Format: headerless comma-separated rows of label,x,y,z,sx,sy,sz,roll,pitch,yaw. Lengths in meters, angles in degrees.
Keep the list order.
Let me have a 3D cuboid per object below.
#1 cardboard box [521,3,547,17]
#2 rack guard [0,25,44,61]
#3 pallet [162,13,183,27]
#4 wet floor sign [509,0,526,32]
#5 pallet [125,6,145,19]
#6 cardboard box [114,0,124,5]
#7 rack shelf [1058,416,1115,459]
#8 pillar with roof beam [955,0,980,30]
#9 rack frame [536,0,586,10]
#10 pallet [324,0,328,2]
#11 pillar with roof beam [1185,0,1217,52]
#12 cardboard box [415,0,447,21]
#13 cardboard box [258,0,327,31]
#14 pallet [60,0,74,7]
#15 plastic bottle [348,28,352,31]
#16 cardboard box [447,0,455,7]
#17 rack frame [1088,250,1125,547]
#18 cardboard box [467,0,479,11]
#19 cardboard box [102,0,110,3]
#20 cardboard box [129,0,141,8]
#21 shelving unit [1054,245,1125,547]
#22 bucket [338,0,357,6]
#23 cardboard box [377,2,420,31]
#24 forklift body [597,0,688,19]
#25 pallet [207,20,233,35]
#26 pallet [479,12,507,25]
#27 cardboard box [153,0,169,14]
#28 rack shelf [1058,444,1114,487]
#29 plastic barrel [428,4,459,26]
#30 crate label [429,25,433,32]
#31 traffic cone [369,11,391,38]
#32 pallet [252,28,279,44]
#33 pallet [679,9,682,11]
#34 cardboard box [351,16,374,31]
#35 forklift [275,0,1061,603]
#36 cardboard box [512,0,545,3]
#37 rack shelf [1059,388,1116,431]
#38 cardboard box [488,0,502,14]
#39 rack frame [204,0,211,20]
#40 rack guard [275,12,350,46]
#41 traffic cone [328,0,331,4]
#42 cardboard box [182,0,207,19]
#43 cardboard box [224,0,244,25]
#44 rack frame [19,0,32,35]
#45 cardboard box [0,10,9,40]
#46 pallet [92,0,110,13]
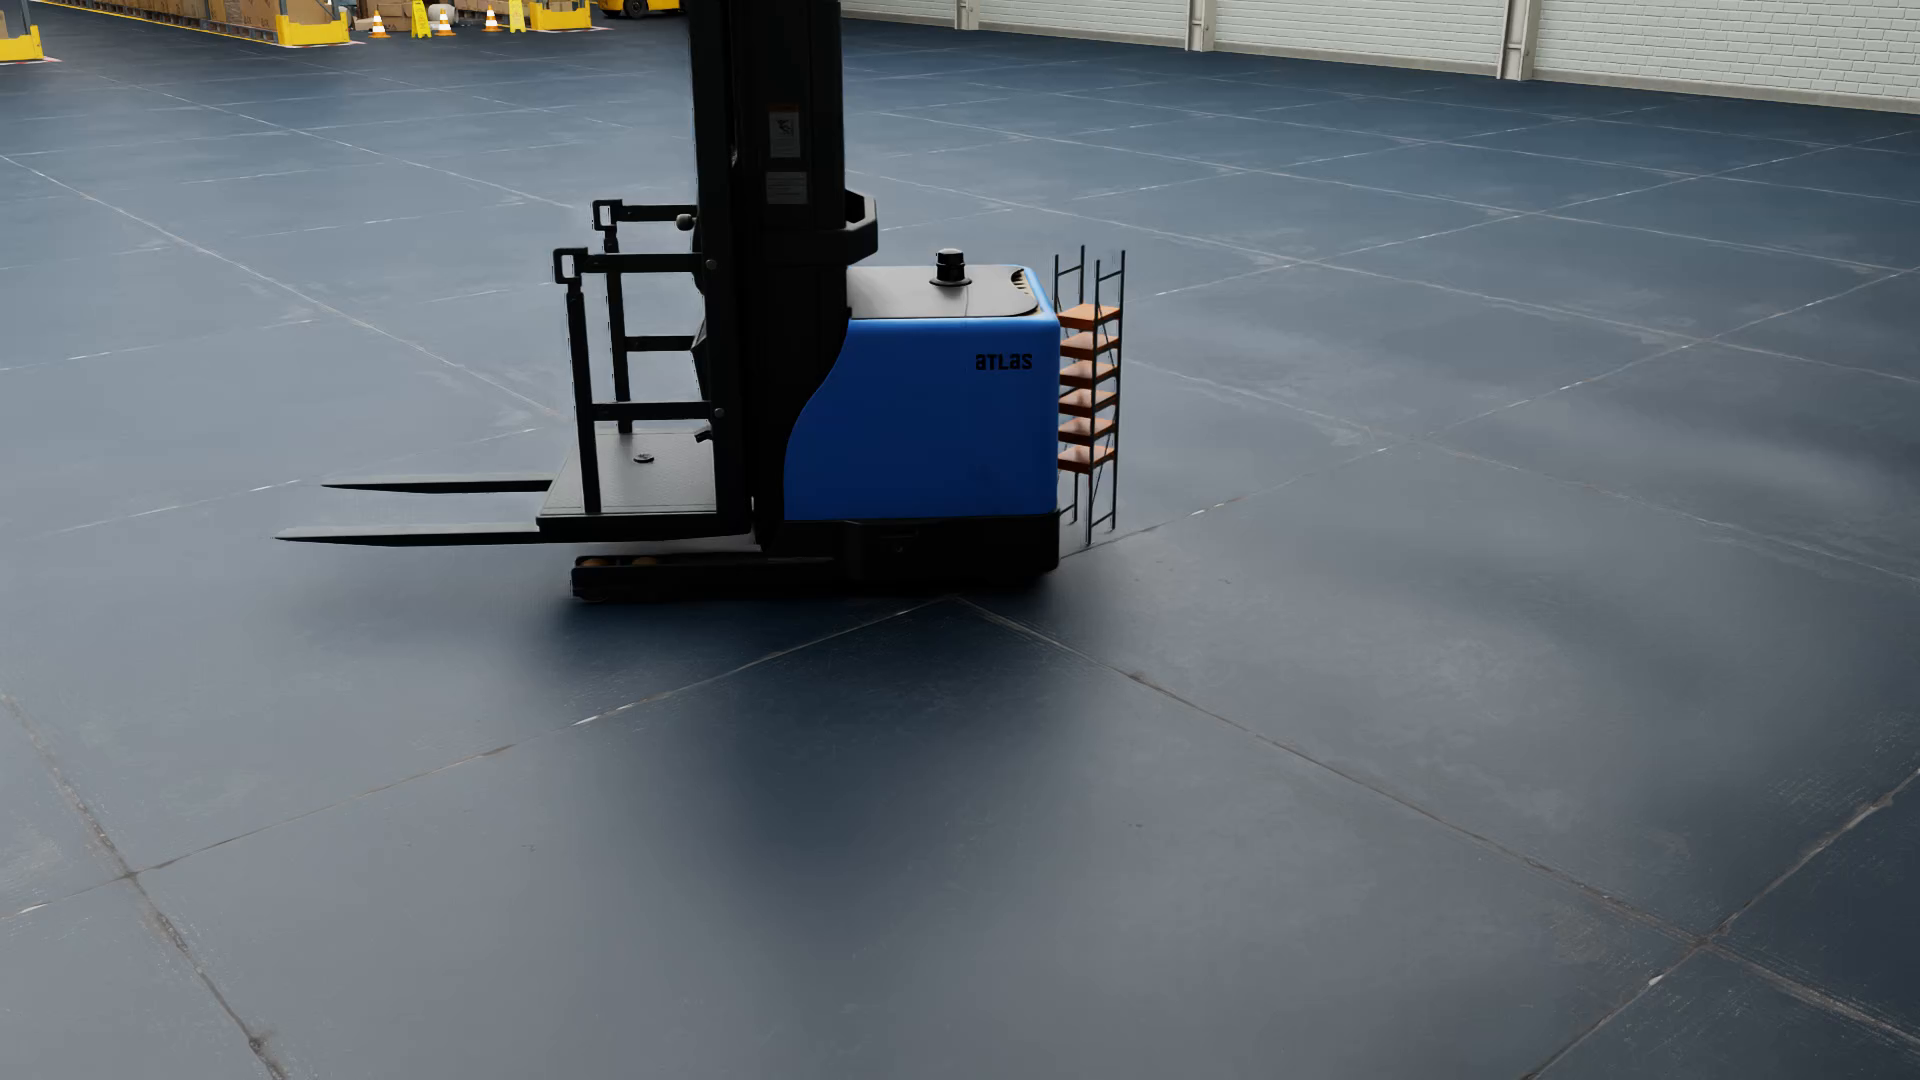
cardboard box,-8.510,-10.494,32.857,0.500,0.250,0.500,-18,27,-38
rack guard,-15.320,-7.910,26.495,1.175,0.500,0.348,-17,27,-37
pallet,-15.419,-10.545,33.619,1.003,0.211,1.213,-17,27,-37
wet floor sign,-8.449,-10.009,31.654,0.267,0.644,0.232,-8,23,-19
pallet,-17.177,-11.334,35.633,1.003,0.211,1.213,-17,27,-37
cardboard box,-17.990,-11.854,35.988,0.500,0.500,0.500,-19,28,-40
rack shelf,0.518,-0.432,6.892,0.180,0.103,0.258,13,25,29
pillar with roof beam,-3.121,-13.113,28.124,9.100,9.000,0.400,-17,27,-37
rack frame,-7.762,-11.413,32.009,1.000,3.000,0.127,-17,27,-37
pallet,-15.035,-13.234,40.484,1.003,0.211,1.213,-17,27,-37
pillar with roof beam,0.795,-11.455,23.892,9.100,9.000,0.400,-17,27,-37
cardboard box,-10.705,-10.735,33.703,0.500,0.500,0.500,0,21,-1
cardboard box,-11.939,-9.584,29.678,0.875,0.875,0.875,-17,27,-37
pallet,-20.545,-12.738,39.216,1.003,0.211,1.213,-17,27,-37
plastic bottle,-11.804,-9.784,31.881,0.133,0.061,0.283,12,24,27
cardboard box,-10.718,-11.634,35.602,0.950,0.372,0.625,-17,27,-37
rack frame,0.596,-0.567,6.787,0.006,1.200,0.240,13,25,29
cardboard box,-9.836,-11.061,34.305,0.500,0.250,0.500,-16,26,-34
cardboard box,-18.651,-12.140,36.719,0.500,0.500,0.500,-16,26,-35
cardboard box,-17.296,-11.568,35.257,0.500,0.500,0.500,-18,27,-38
shelving unit,0.518,-0.585,6.832,0.189,1.200,0.258,13,25,29
bucket,-12.222,-11.006,33.376,0.726,0.611,0.620,-8,13,-19
cardboard box,-10.827,-10.133,32.164,0.637,0.503,0.797,3,22,9
forklift body,-6.624,-12.290,35.412,2.313,2.155,1.214,-17,27,-37
pallet,-13.620,-9.784,31.675,1.003,0.211,1.213,-17,27,-37
pallet,-9.108,-10.705,34.026,1.003,0.211,1.213,-17,27,-37
cardboard box,-15.766,-11.134,33.807,1.050,0.750,0.750,-17,27,-37
rack shelf,0.518,-0.320,6.936,0.180,0.103,0.258,13,25,29
plastic barrel,-10.258,-10.423,33.016,0.512,0.421,0.421,0,21,-1
crate label,-10.199,-9.736,31.653,0.298,0.136,0.250,7,23,18
traffic cone,-10.717,-9.510,30.629,0.336,0.463,0.334,-17,27,-37
pallet,-12.028,-9.110,29.954,1.003,0.211,1.213,-17,27,-37
pallet,-6.128,-12.172,37.772,1.003,0.211,1.213,-17,27,-37
cardboard box,-11.540,-10.002,32.156,0.396,0.266,0.258,-12,25,-28
forklift,-1.150,-1.324,6.345,3.031,2.935,1.130,-1,21,-3
cardboard box,-8.483,-10.836,32.704,0.500,0.500,0.500,-17,27,-37
rack shelf,0.518,-0.544,6.849,0.180,0.103,0.258,13,25,29
cardboard box,-9.172,-10.775,33.576,0.500,0.250,0.500,-19,28,-39
rack frame,-14.057,-11.311,31.751,1.000,3.000,0.127,-17,27,-37
rack guard,-11.431,-9.036,29.368,1.175,0.500,0.348,-17,27,-37
traffic cone,-13.190,-11.188,34.914,0.336,0.463,0.334,-17,27,-37
cardboard box,-14.531,-10.609,32.468,1.050,0.750,0.750,-18,27,-38
cardboard box,-13.109,-10.079,30.942,0.875,0.875,0.875,-17,27,-37
rack frame,-15.270,-9.053,25.986,1.000,3.000,0.127,-17,27,-37
cardboard box,-15.665,-8.262,26.816,0.500,0.500,0.500,-12,24,-28
pallet,-18.770,-12.008,37.354,1.003,0.211,1.213,-17,27,-37
